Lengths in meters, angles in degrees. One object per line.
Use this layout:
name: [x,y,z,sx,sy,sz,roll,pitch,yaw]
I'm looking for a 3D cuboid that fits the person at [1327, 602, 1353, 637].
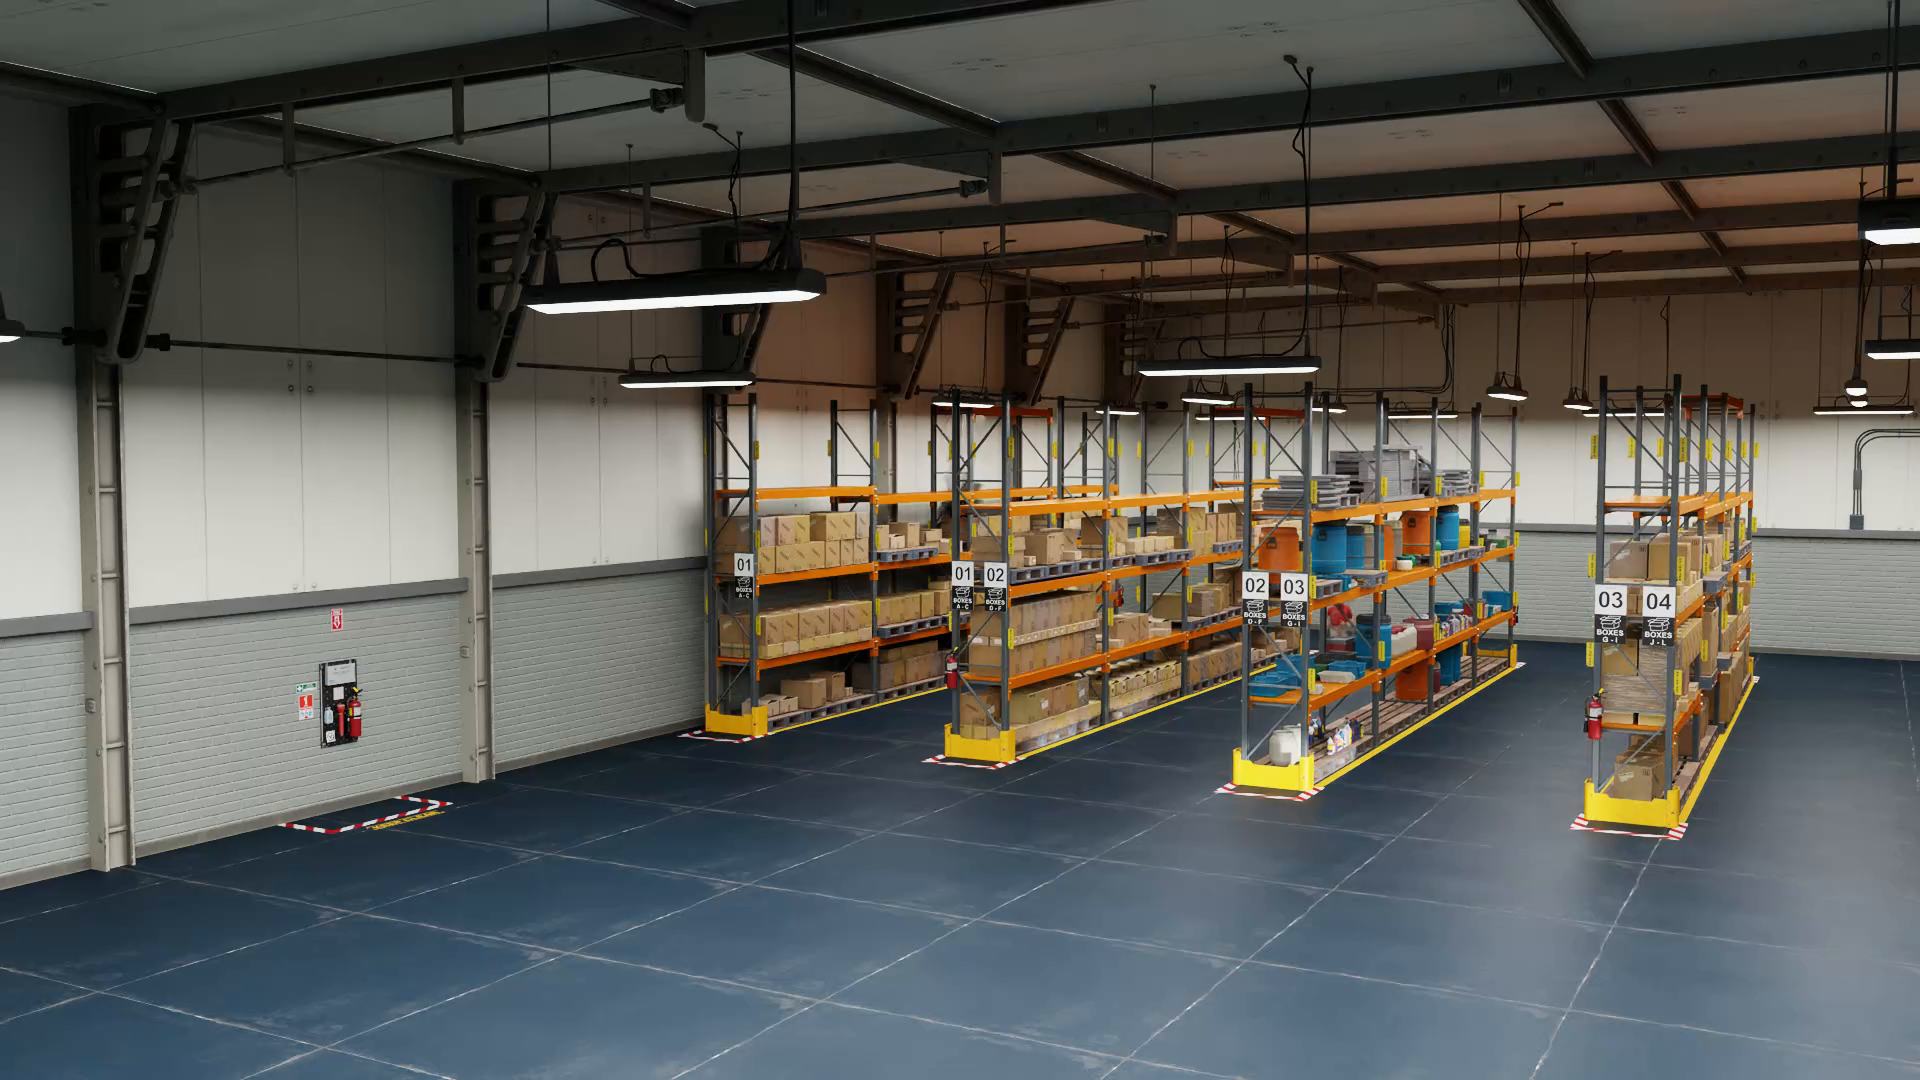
person: [8.641,2.104,37.962,0.633,1.732,0.779,1,3,11]
